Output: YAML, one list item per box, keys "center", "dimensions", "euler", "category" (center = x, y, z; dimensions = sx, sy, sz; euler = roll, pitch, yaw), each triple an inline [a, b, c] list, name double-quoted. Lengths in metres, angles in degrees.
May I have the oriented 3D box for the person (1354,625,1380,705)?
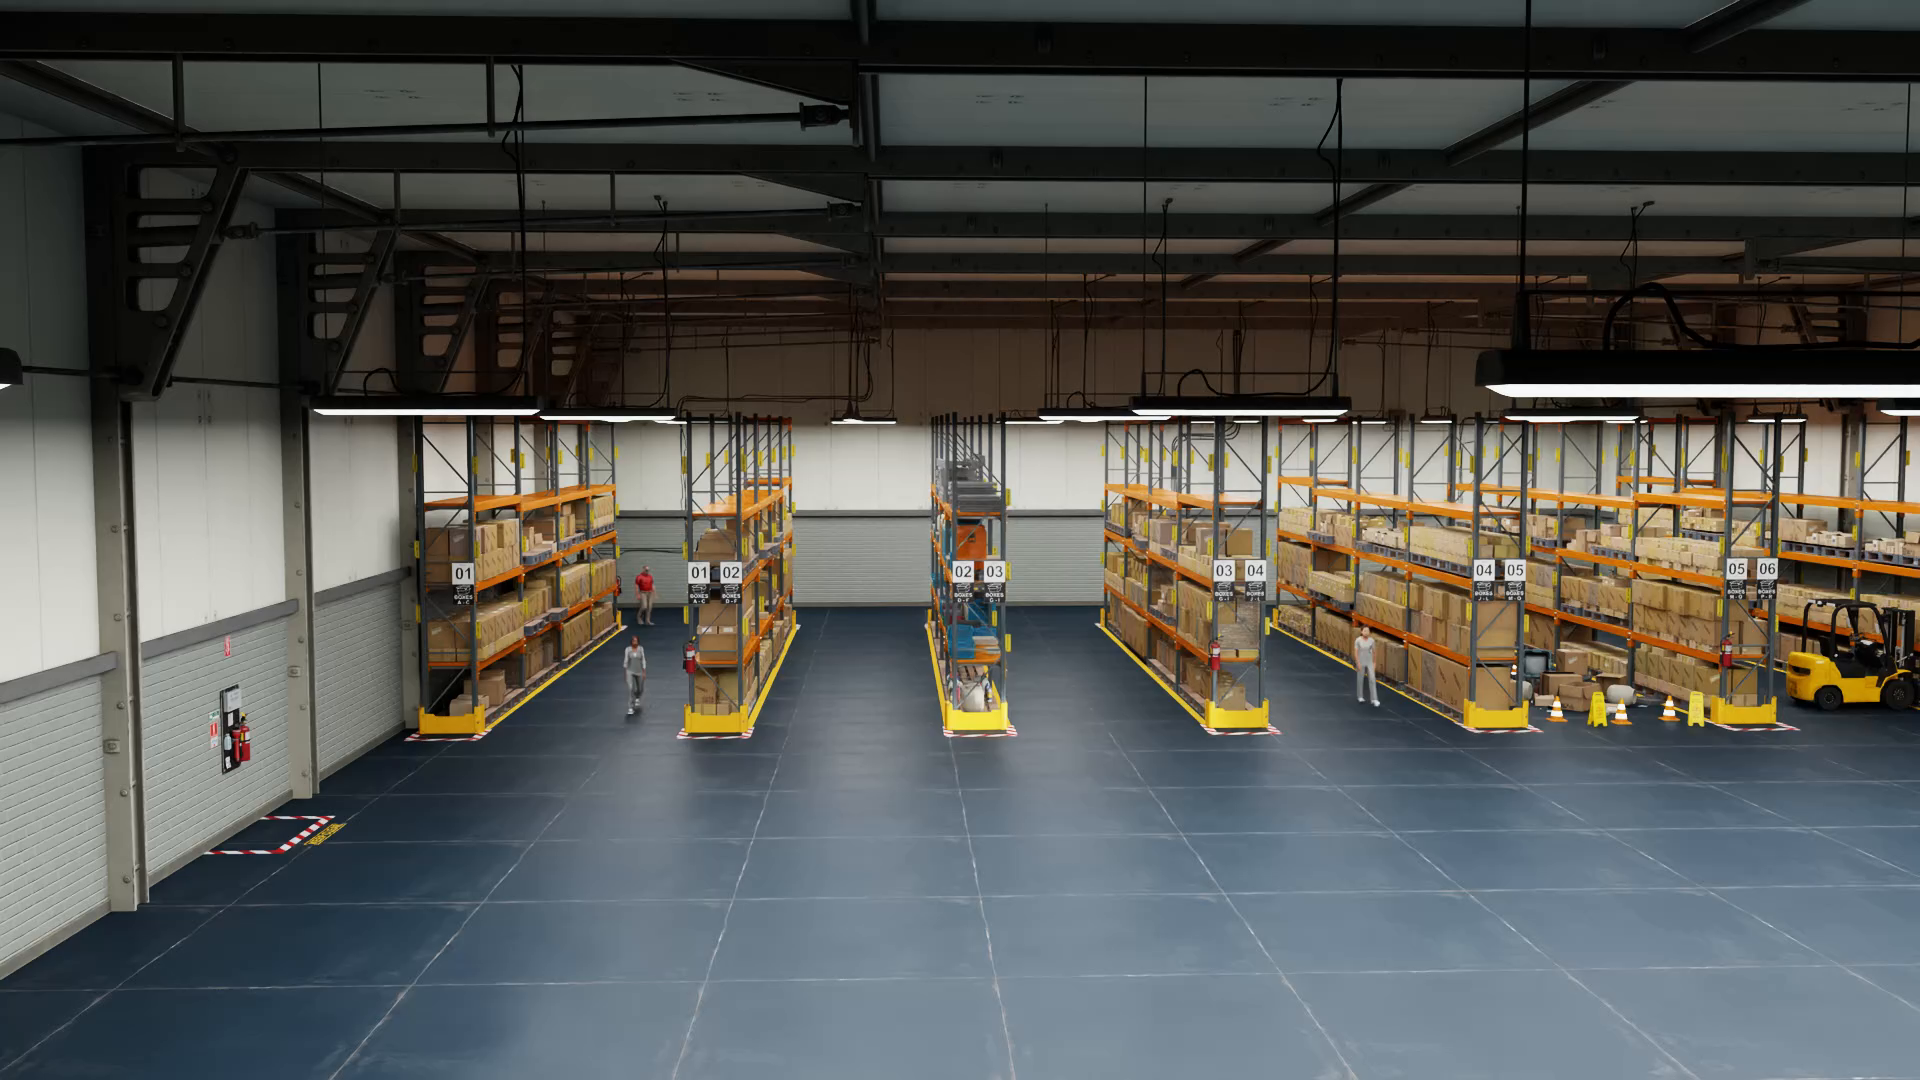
- center: [8.348, 2.557, 34.174]
  dimensions: [0.481, 1.626, 0.948]
  euler: [0, 4, 4]
  category: "person"

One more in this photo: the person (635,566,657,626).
- center: [-9.038, 1.601, 47.802]
  dimensions: [0.474, 1.734, 0.596]
  euler: [4, 5, 44]
  category: "person"

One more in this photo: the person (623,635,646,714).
- center: [-6.541, 2.670, 33.416]
  dimensions: [0.430, 1.546, 0.912]
  euler: [-1, 4, -21]
  category: "person"
